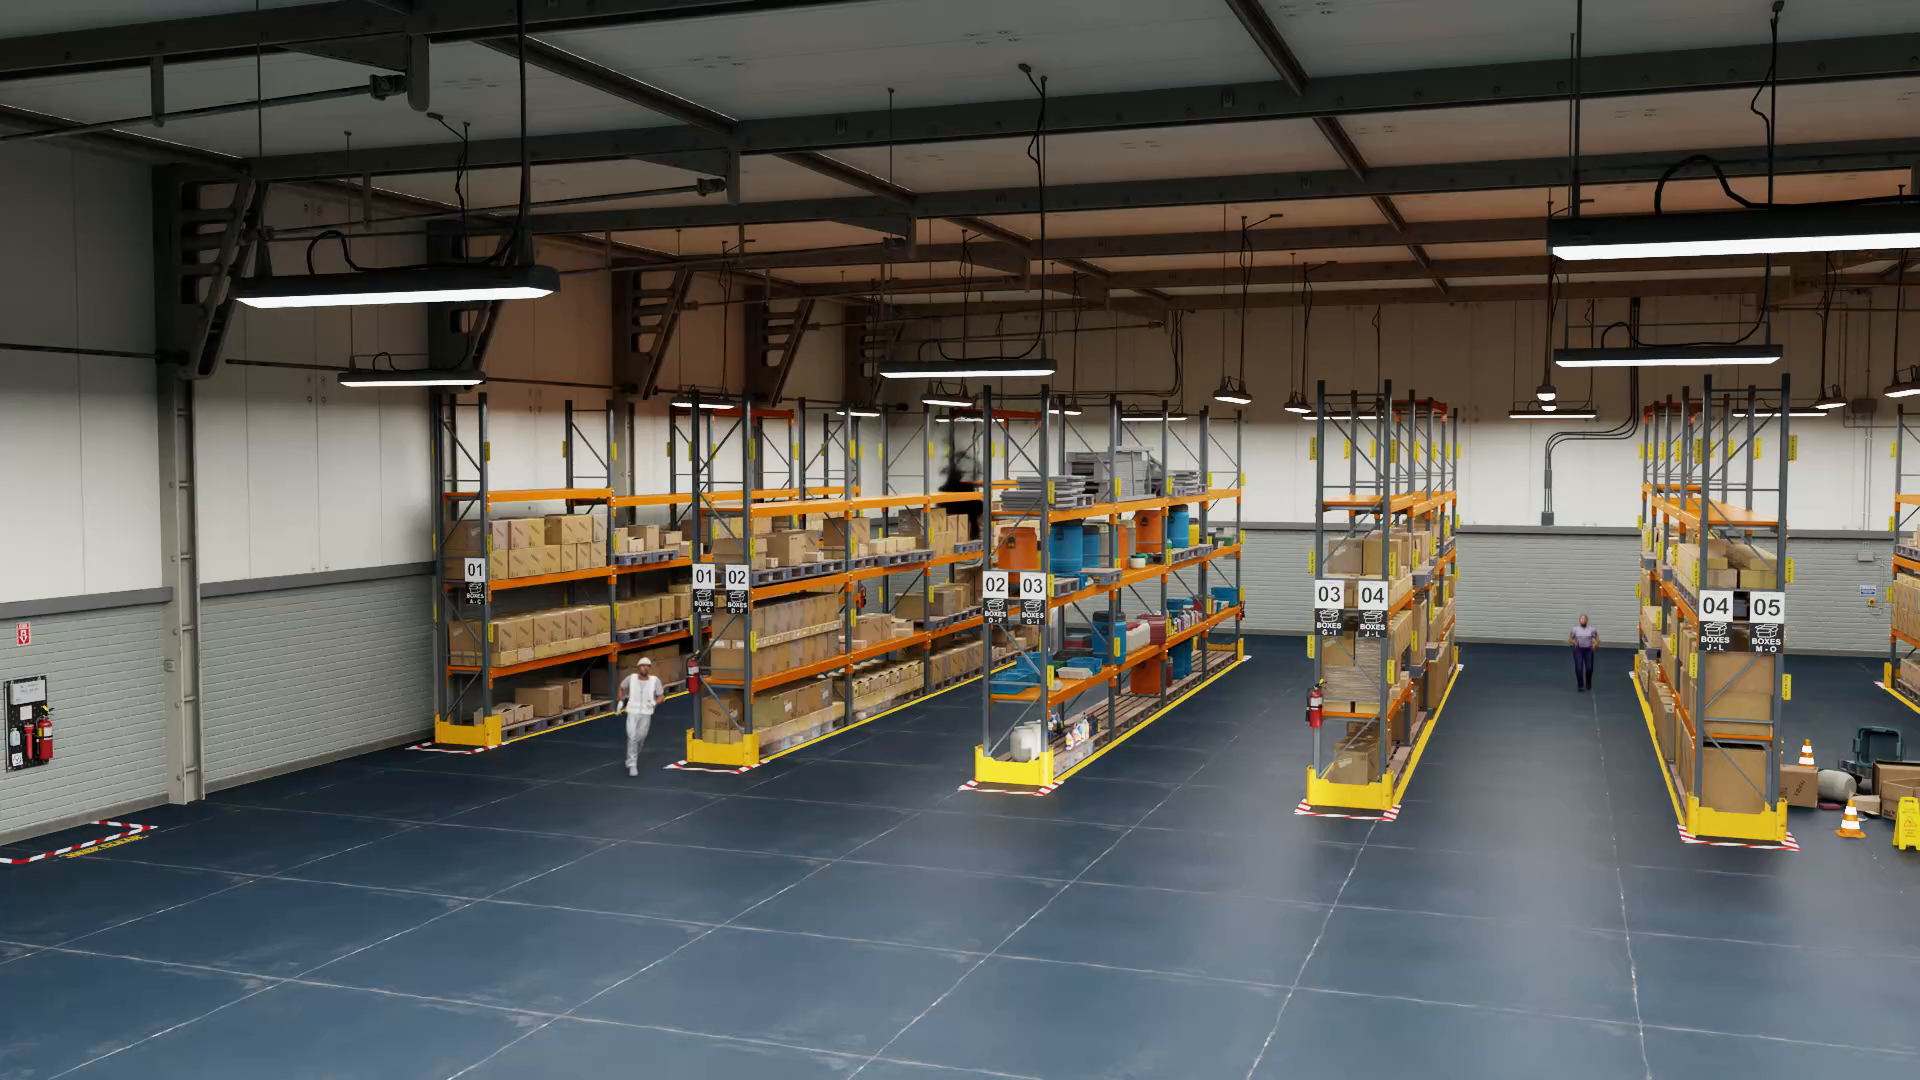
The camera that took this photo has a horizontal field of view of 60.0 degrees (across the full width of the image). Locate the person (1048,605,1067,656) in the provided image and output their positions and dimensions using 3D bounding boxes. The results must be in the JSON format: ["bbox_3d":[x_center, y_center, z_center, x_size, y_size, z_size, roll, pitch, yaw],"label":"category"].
[{"bbox_3d":[2.062,1.942,36.728,0.592,1.689,0.825,0,3,8],"label":"person"}]

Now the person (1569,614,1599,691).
[{"bbox_3d":[12.971,2.353,34.578,0.595,1.602,0.545,1,3,20],"label":"person"}]

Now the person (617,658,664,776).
[{"bbox_3d":[-4.981,2.726,25.963,0.724,1.765,0.914,-1,3,-16],"label":"person"}]
